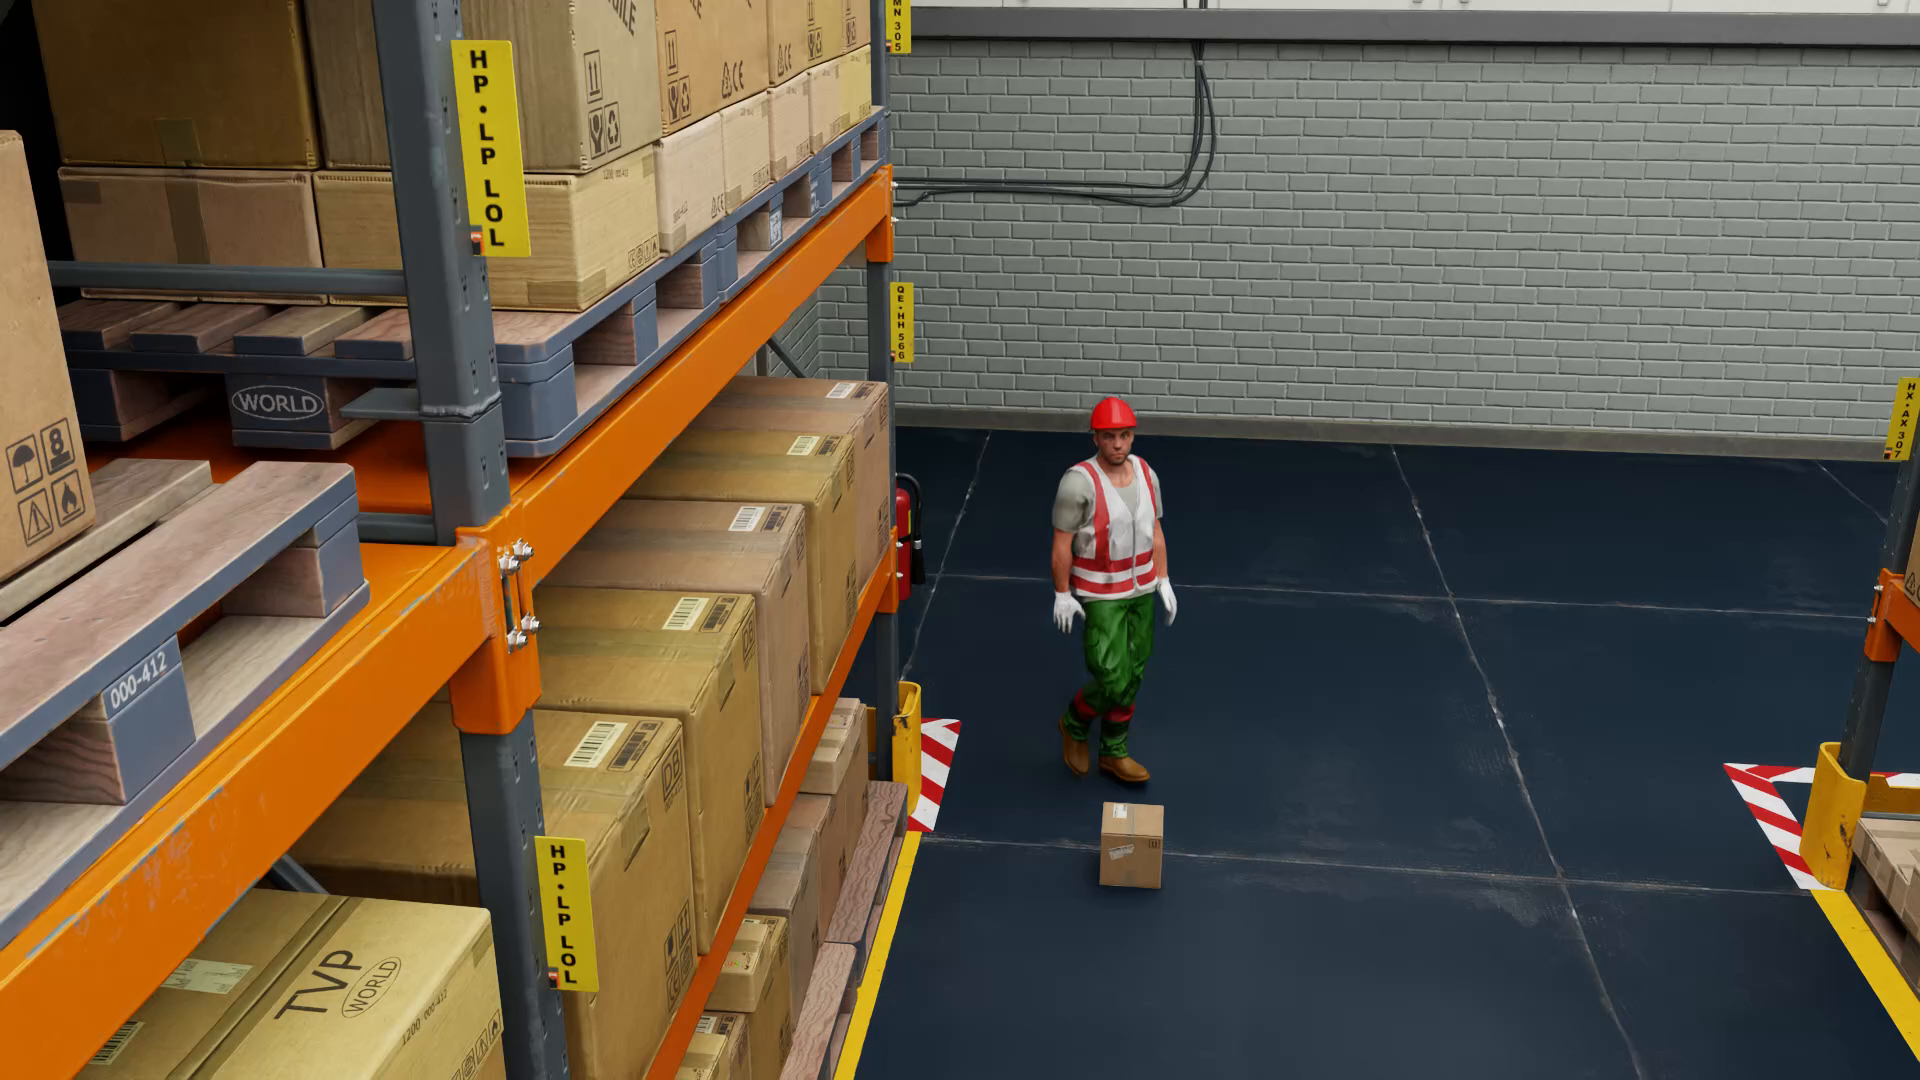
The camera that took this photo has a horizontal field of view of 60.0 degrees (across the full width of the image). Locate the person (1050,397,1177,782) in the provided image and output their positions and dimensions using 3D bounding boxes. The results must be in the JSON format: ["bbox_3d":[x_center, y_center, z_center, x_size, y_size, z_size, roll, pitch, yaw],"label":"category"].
[{"bbox_3d":[0.690,0.246,7.350,0.549,1.785,0.469,-15,25,-34],"label":"person"}]
